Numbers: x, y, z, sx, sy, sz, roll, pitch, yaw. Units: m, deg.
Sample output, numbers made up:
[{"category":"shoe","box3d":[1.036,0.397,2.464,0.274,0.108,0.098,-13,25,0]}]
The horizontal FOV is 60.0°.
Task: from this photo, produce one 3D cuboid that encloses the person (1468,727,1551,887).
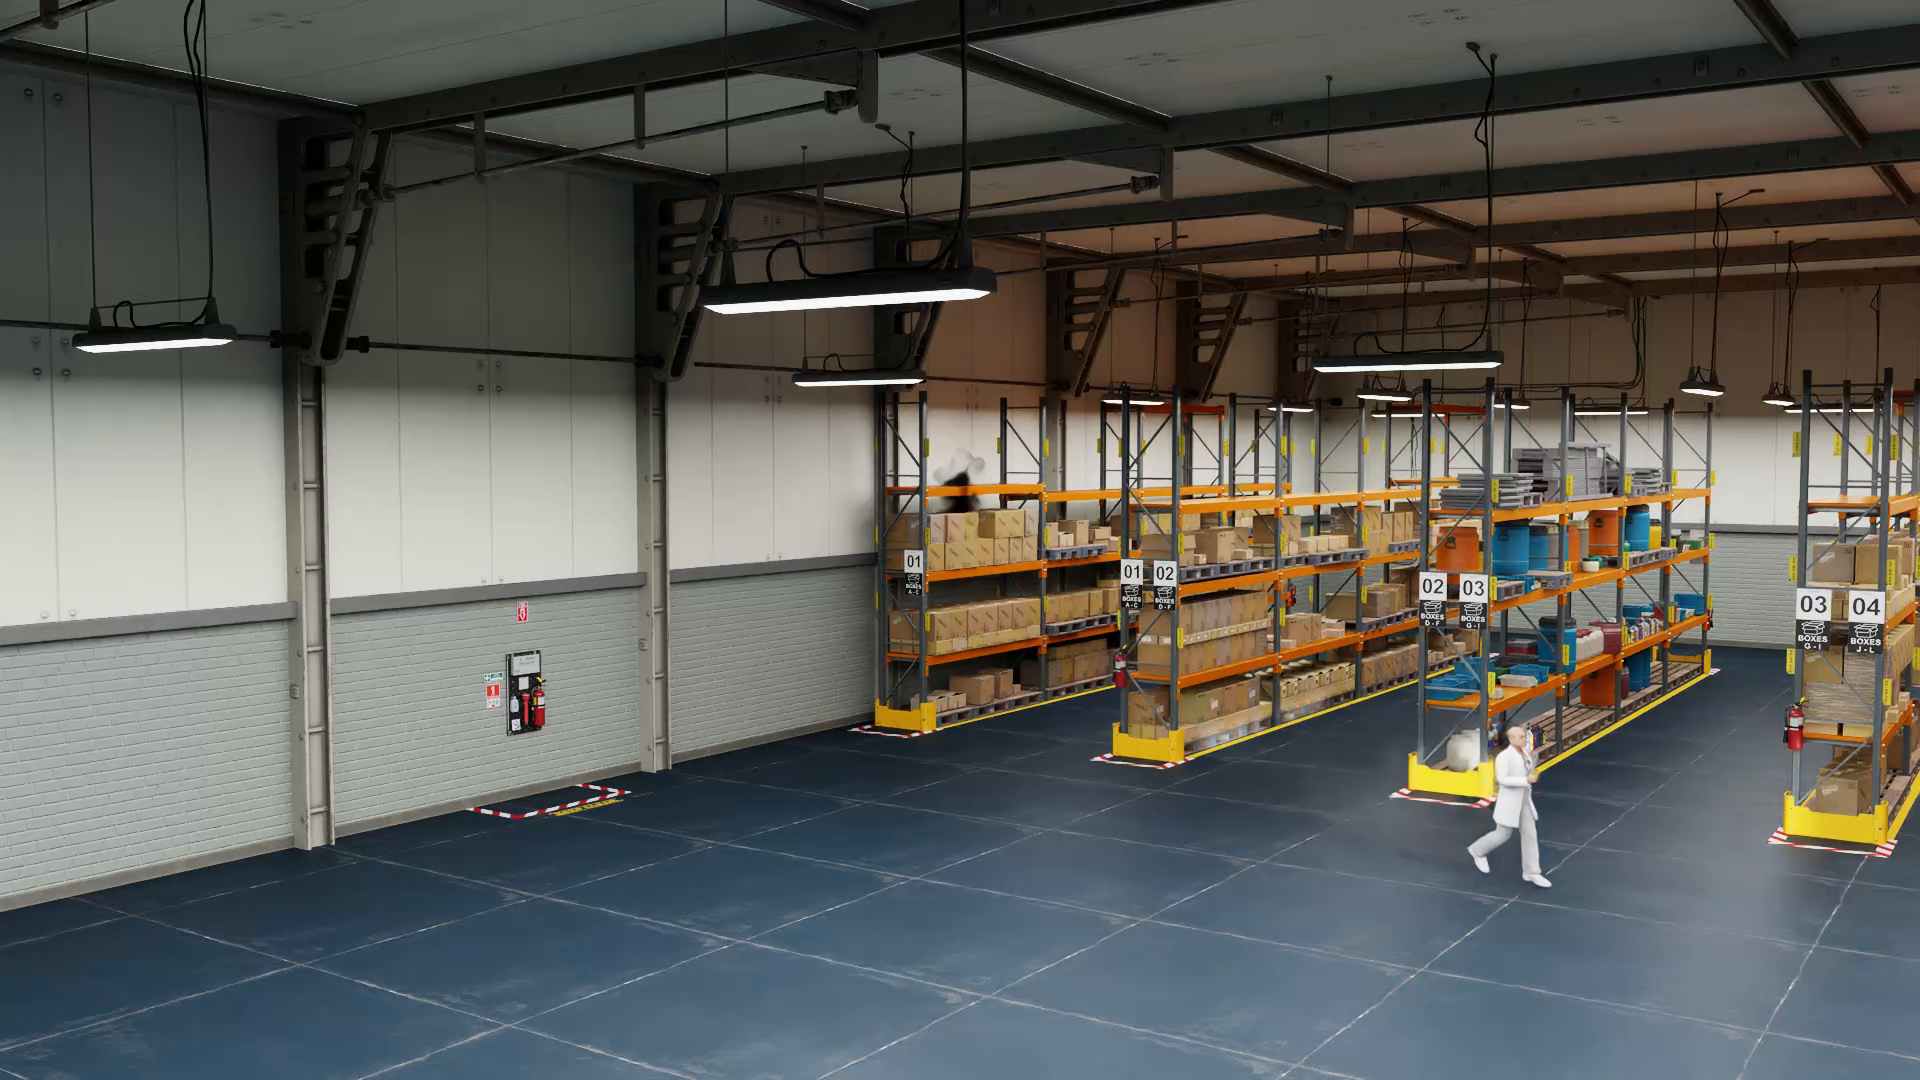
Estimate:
[{"category":"person","box3d":[6.338,3.018,19.105,0.703,1.764,1.060,-2,4,-36]}]
